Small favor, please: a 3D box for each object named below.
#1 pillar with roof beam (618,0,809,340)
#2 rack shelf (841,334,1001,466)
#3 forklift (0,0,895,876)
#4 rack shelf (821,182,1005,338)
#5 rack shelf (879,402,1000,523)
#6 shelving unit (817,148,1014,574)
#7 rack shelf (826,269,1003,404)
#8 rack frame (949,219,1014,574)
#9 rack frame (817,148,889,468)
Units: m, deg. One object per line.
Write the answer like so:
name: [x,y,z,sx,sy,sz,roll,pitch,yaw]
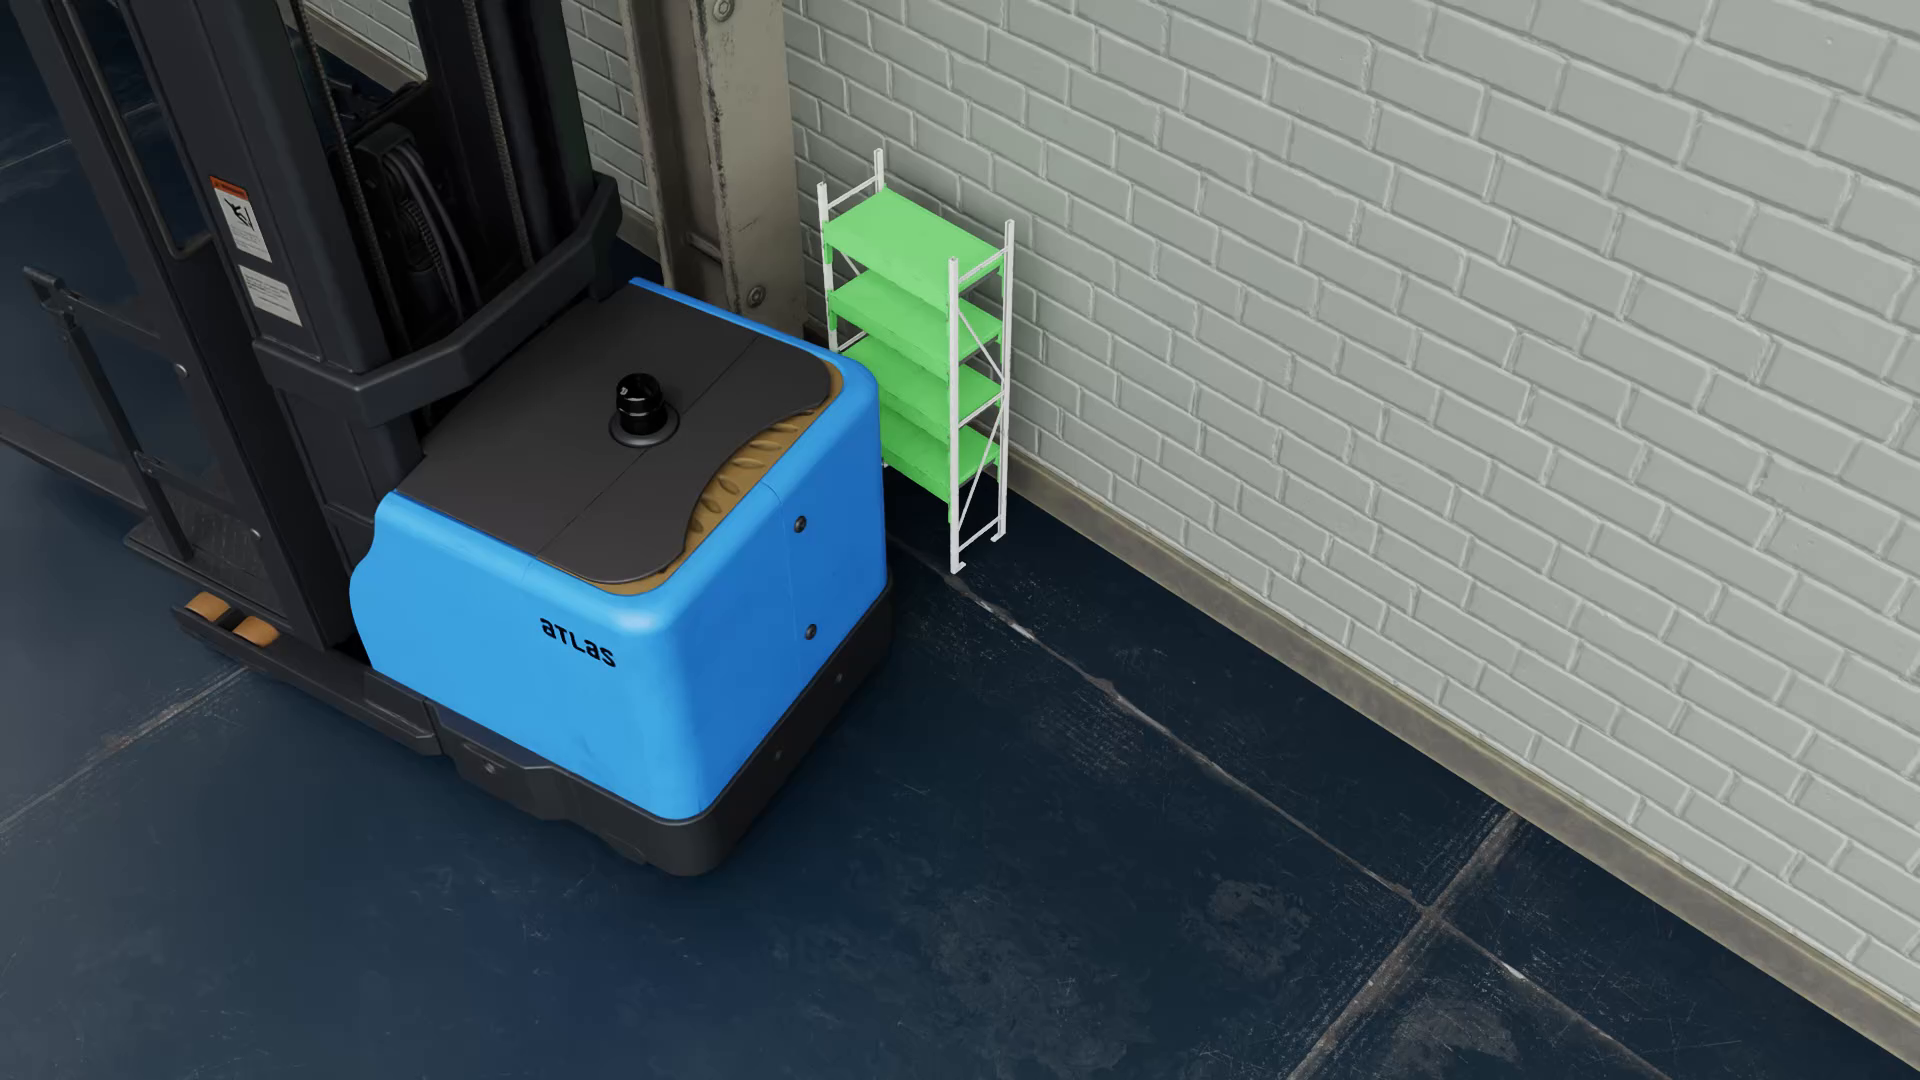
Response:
pillar with roof beam: [-3.689,-1.453,0.442,0.400,9.000,9.100,34,55,28]
rack shelf: [-0.122,-0.449,4.936,0.480,0.148,0.258,34,55,28]
forklift: [-1.727,-0.929,4.112,3.031,2.935,1.130,23,51,20]
rack shelf: [-0.122,-0.777,4.586,0.480,0.148,0.258,34,55,28]
rack shelf: [-0.122,-0.285,5.111,0.480,0.148,0.258,34,55,28]
shelving unit: [-0.122,-0.493,4.889,0.503,1.200,0.258,34,55,28]
rack shelf: [-0.122,-0.613,4.761,0.480,0.148,0.258,34,55,28]
rack frame: [0.058,-0.372,4.776,0.015,1.200,0.240,34,55,28]
rack frame: [-0.301,-0.613,5.003,0.015,1.200,0.240,34,55,28]
